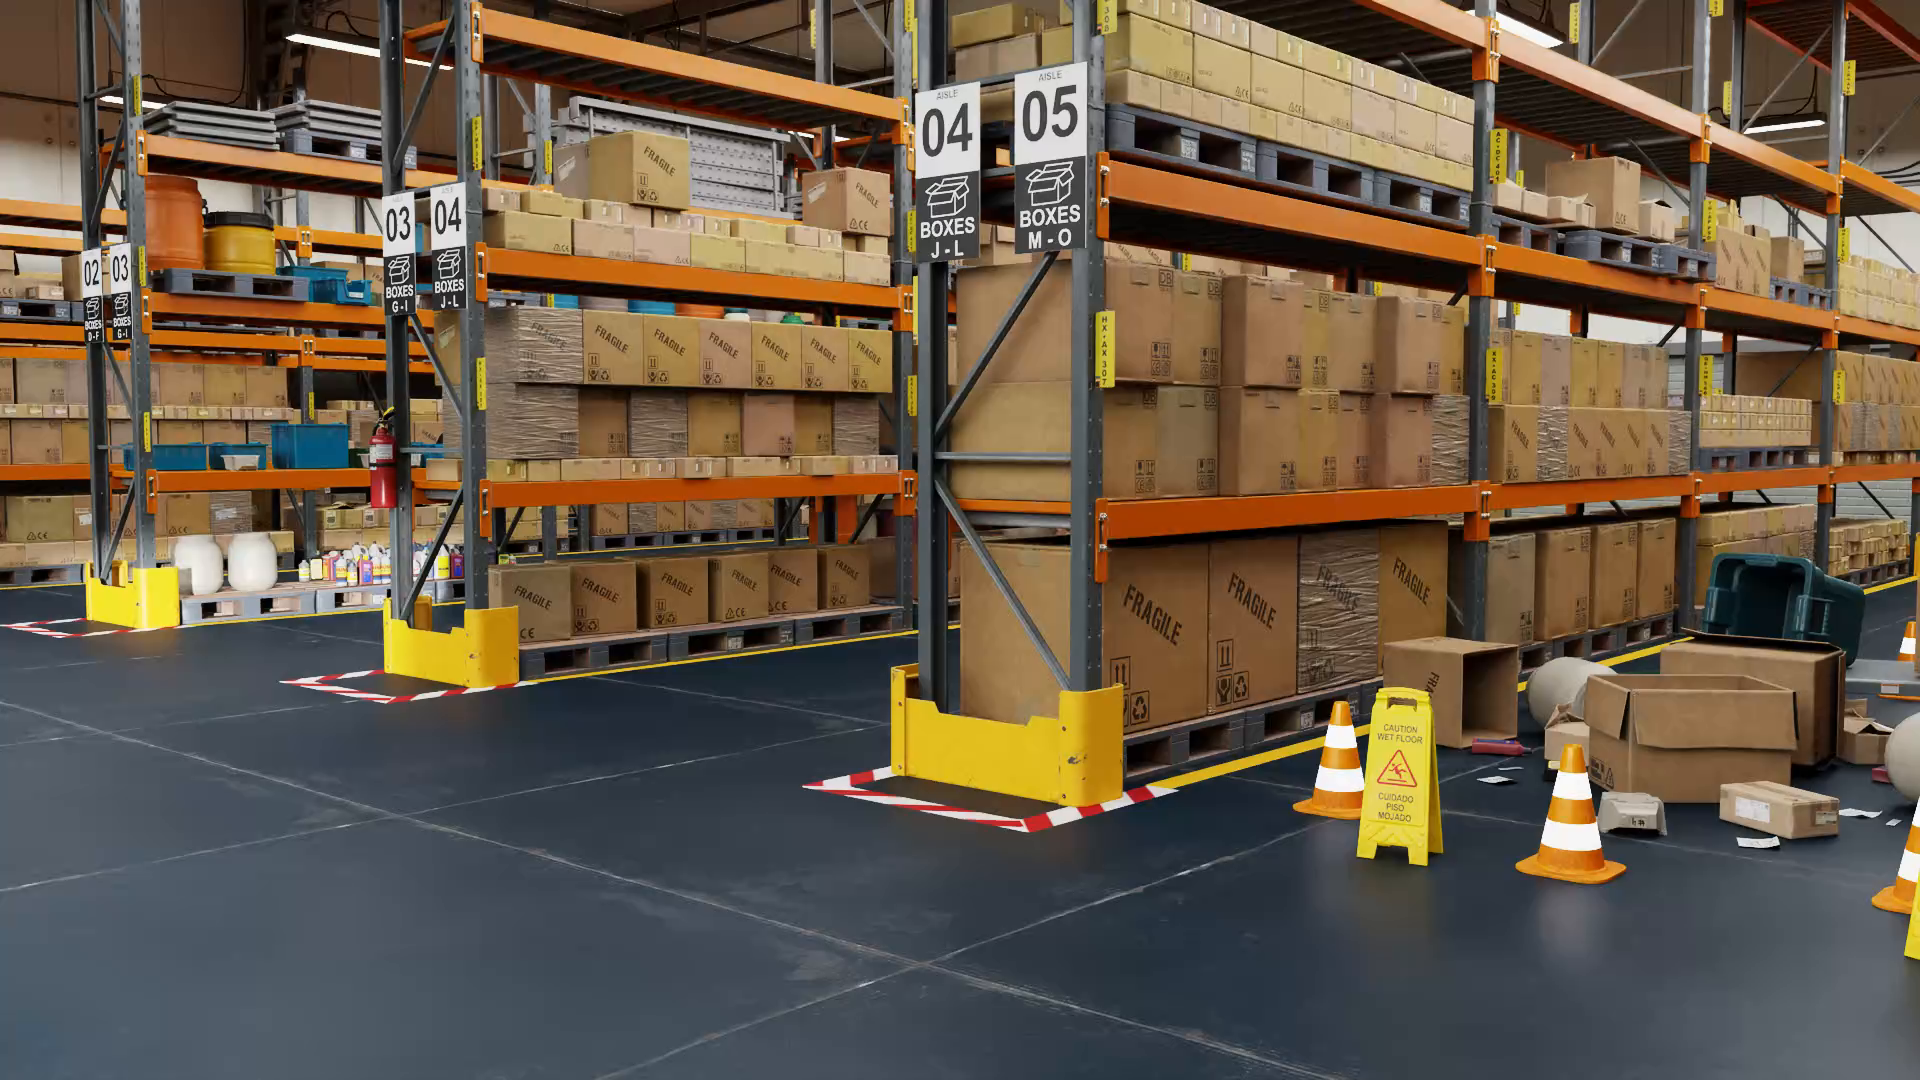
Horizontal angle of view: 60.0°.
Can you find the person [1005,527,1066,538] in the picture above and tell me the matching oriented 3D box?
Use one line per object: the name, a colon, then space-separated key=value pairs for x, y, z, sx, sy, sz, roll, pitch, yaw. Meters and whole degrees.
person: x=0.586 y=-0.095 z=13.374 sx=0.585 sy=1.727 sz=0.394 roll=3 pitch=4 yaw=37
